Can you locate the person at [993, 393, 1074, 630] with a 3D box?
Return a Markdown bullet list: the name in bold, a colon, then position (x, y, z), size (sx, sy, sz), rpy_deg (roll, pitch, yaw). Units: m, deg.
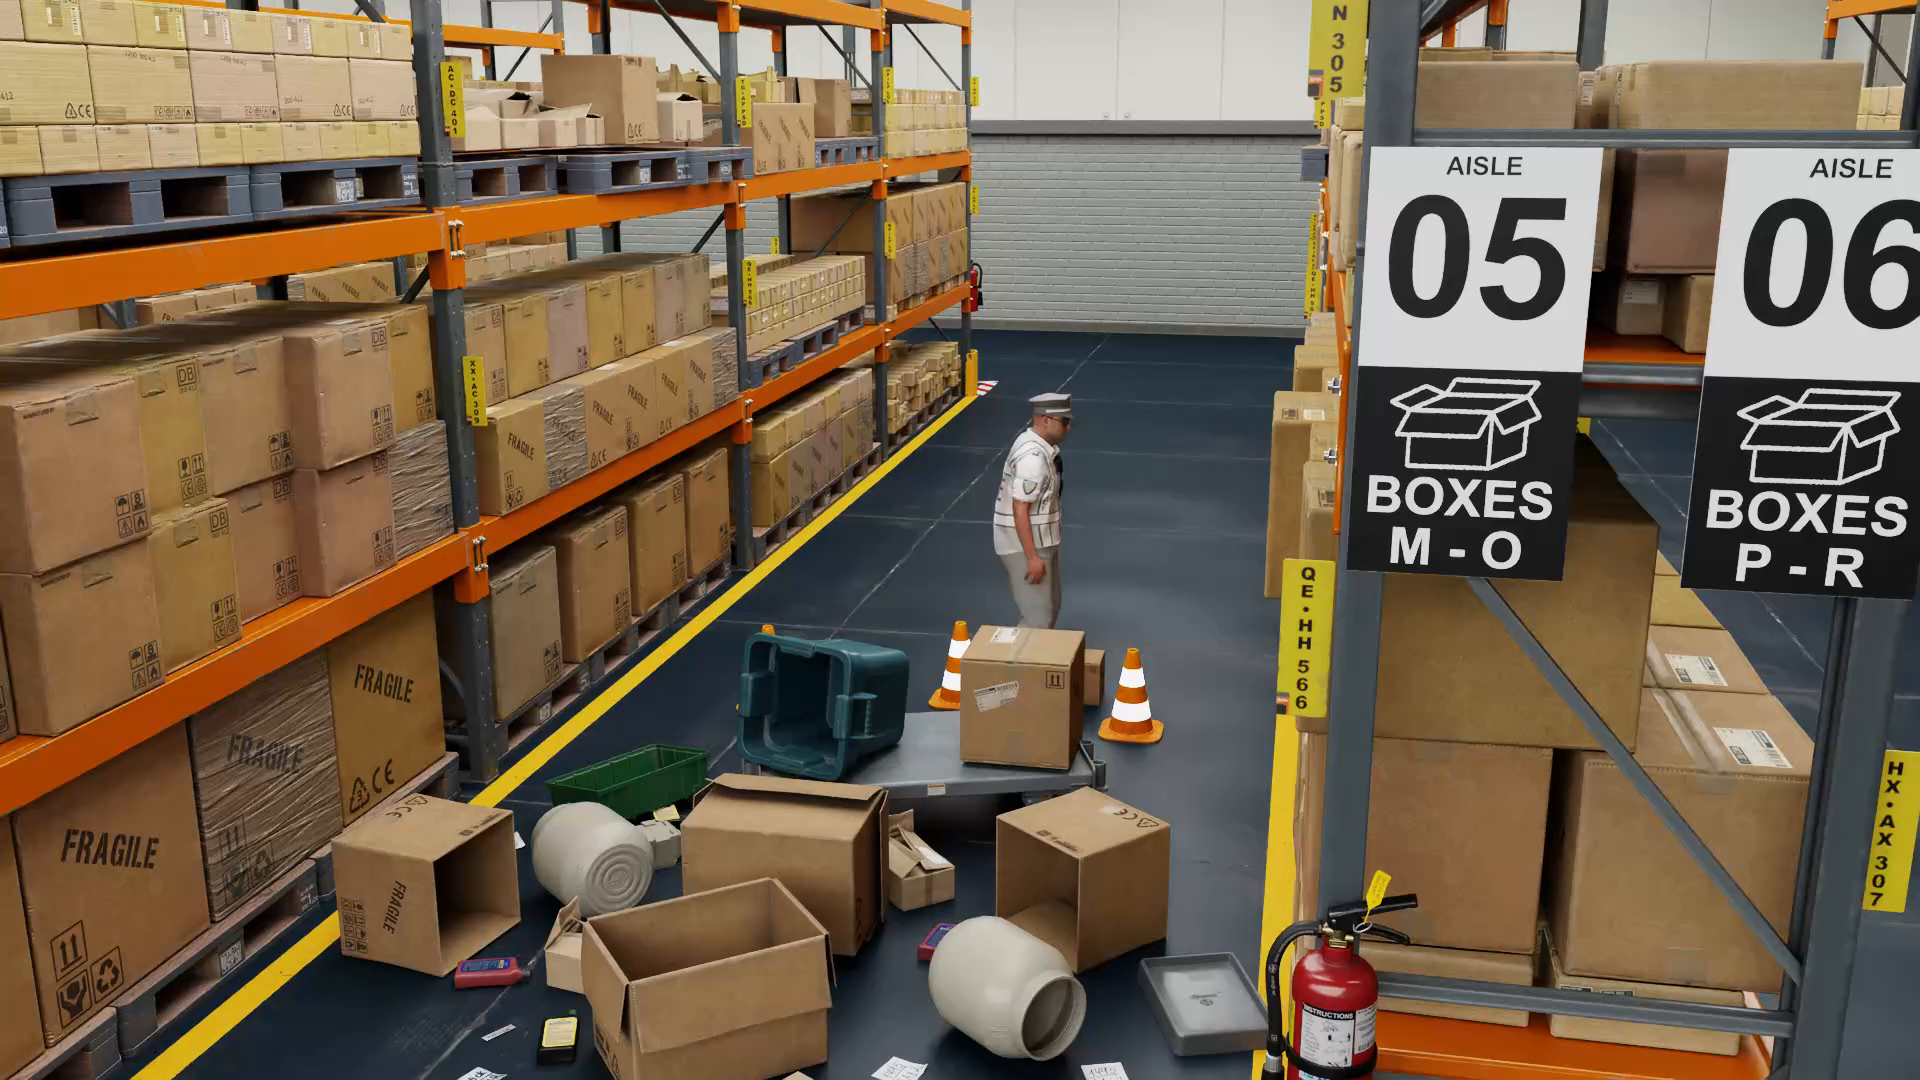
- **person**: position (0.412, 0.041, 9.337), size (0.437, 1.747, 0.583), rpy_deg (3, 15, 10)
